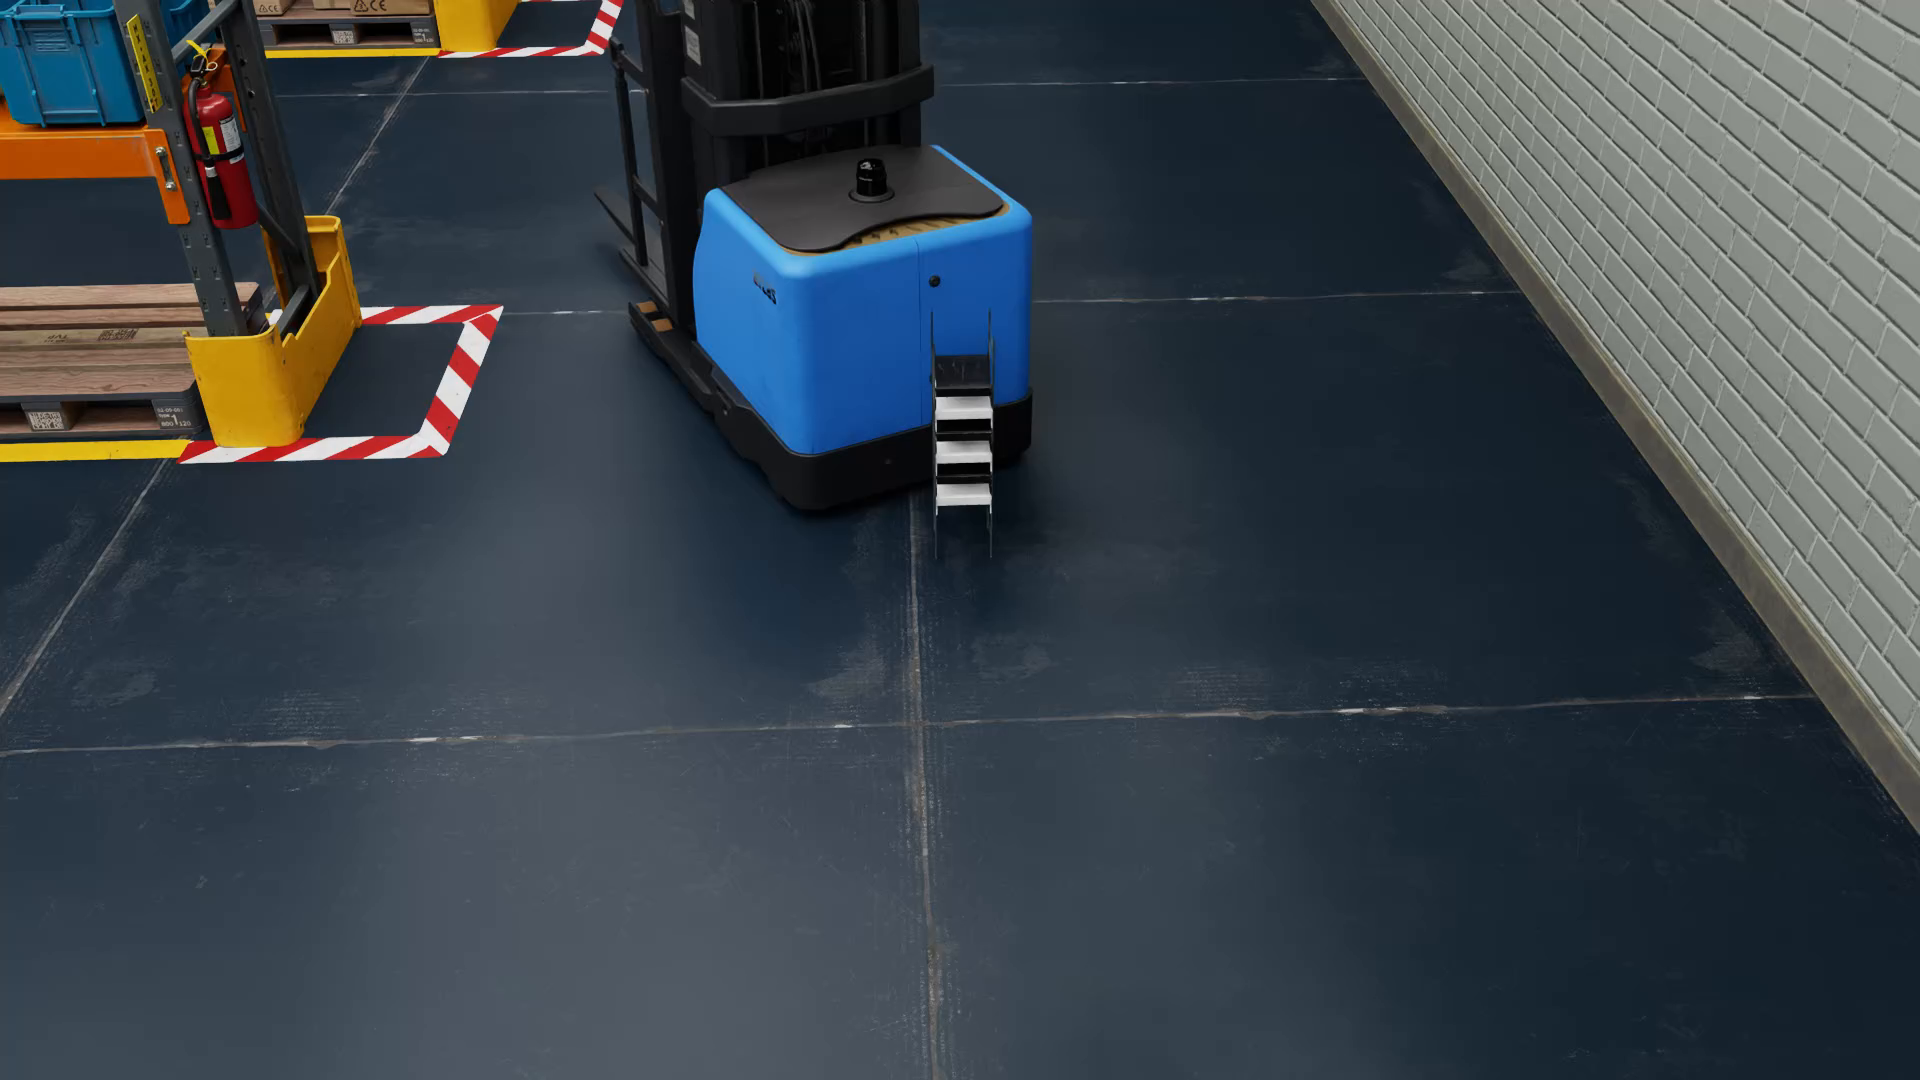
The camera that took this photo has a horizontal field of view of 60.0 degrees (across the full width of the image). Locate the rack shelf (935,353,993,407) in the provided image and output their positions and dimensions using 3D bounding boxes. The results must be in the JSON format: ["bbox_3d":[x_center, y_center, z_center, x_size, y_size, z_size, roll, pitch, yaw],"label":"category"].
[{"bbox_3d":[0.008,-0.565,5.860,0.200,0.077,0.258,-2,35,-2],"label":"rack shelf"}]

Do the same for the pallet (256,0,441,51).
[{"bbox_3d":[-4.043,-3.582,11.240,1.213,0.211,1.003,-2,35,-2],"label":"pallet"}]

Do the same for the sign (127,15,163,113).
[{"bbox_3d":[-2.898,-1.692,5.915,0.005,0.325,0.100,-2,35,-2],"label":"sign"}]

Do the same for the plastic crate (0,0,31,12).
[{"bbox_3d":[-3.860,-2.055,6.679,0.300,0.233,0.416,-2,35,-2],"label":"plastic crate"}]

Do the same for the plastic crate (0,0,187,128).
[{"bbox_3d":[-3.266,-1.861,6.219,0.499,0.435,0.616,-2,35,-2],"label":"plastic crate"}]

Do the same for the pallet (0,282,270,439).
[{"bbox_3d":[-3.766,-0.790,7.206,1.213,0.211,1.003,-2,35,-2],"label":"pallet"}]

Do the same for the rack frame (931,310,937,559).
[{"bbox_3d":[-0.093,-0.367,5.990,0.006,0.900,0.240,-2,35,-2],"label":"rack frame"}]

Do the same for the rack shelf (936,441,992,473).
[{"bbox_3d":[0.008,-0.343,6.013,0.200,0.077,0.258,-2,35,-2],"label":"rack shelf"}]

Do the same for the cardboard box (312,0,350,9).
[{"bbox_3d":[-4.112,-3.654,10.997,0.250,0.166,0.380,-2,35,-2],"label":"cardboard box"}]

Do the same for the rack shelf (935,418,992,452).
[{"bbox_3d":[0.008,-0.417,5.962,0.200,0.077,0.258,-2,35,-2],"label":"rack shelf"}]

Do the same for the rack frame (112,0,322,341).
[{"bbox_3d":[-2.940,-1.937,6.413,0.127,3.000,1.000,-2,35,-2],"label":"rack frame"}]

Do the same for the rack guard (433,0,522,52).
[{"bbox_3d":[-3.247,-3.723,11.190,0.348,0.500,1.175,-2,35,-2],"label":"rack guard"}]

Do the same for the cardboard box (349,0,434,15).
[{"bbox_3d":[-3.703,-3.751,10.844,0.500,0.500,0.500,-2,35,-2],"label":"cardboard box"}]

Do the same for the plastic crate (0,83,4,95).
[{"bbox_3d":[-3.746,-1.728,6.290,0.243,0.136,0.396,-2,35,-2],"label":"plastic crate"}]

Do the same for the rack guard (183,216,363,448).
[{"bbox_3d":[-2.917,-0.917,7.136,0.348,0.500,1.175,-2,35,-2],"label":"rack guard"}]

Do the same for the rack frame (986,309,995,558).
[{"bbox_3d":[0.110,-0.373,5.998,0.006,0.900,0.240,-2,35,-2],"label":"rack frame"}]

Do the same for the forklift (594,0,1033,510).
[{"bbox_3d":[-0.850,-2.137,6.762,1.130,2.935,3.031,-17,38,-23],"label":"forklift"}]

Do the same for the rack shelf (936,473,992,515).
[{"bbox_3d":[0.008,-0.195,6.116,0.200,0.077,0.258,-2,35,-2],"label":"rack shelf"}]

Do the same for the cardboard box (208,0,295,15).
[{"bbox_3d":[-4.653,-3.640,10.903,0.500,0.250,0.500,-2,35,-2],"label":"cardboard box"}]

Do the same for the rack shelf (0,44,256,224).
[{"bbox_3d":[-4.938,-1.587,6.540,4.000,0.370,1.077,-2,35,-2],"label":"rack shelf"}]

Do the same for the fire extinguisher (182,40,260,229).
[{"bbox_3d":[-2.768,-1.497,6.174,0.183,0.674,0.296,-2,35,-2],"label":"fire extinguisher"}]

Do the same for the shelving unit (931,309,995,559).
[{"bbox_3d":[0.008,-0.370,5.994,0.210,0.900,0.258,-2,35,-2],"label":"shelving unit"}]

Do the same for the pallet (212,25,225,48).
[{"bbox_3d":[-5.259,-3.551,11.195,1.213,0.211,1.003,-2,35,-2],"label":"pallet"}]

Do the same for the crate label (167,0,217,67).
[{"bbox_3d":[-3.203,-2.073,6.704,0.303,0.233,0.416,-2,35,-2],"label":"crate label"}]

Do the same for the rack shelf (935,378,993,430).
[{"bbox_3d":[0.008,-0.491,5.911,0.200,0.077,0.258,-2,35,-2],"label":"rack shelf"}]

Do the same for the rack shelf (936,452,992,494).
[{"bbox_3d":[0.008,-0.269,6.064,0.200,0.077,0.258,-2,35,-2],"label":"rack shelf"}]
